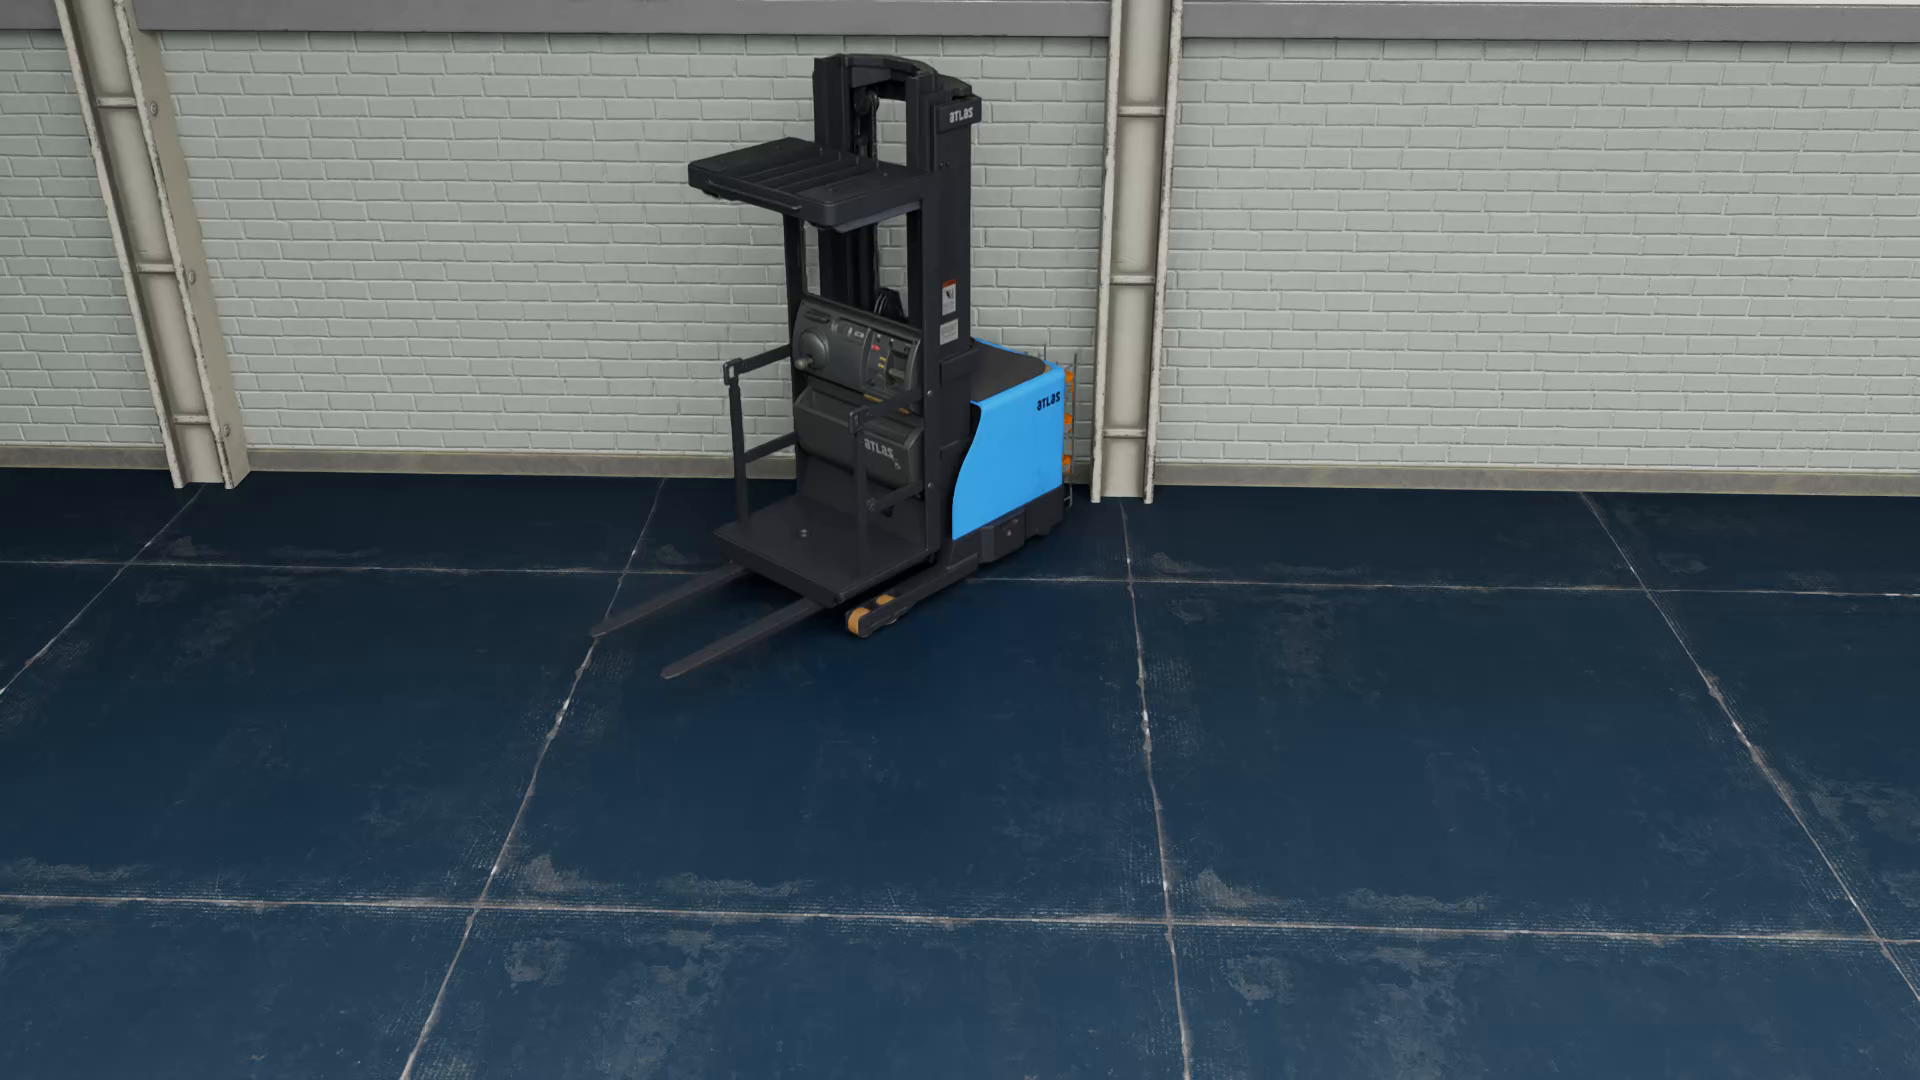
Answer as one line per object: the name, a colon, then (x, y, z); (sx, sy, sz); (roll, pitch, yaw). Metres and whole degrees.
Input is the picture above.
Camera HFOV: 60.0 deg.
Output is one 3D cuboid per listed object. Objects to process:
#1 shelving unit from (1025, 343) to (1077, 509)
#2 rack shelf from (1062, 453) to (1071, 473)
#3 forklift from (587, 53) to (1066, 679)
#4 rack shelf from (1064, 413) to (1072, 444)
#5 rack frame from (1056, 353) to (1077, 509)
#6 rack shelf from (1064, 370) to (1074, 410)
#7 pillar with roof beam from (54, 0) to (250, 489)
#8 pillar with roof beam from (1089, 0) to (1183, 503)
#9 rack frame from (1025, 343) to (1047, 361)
shelving unit: (0.557, -0.685, 10.421); (0.252, 1.050, 0.215); (23, 36, 36)
rack shelf: (0.557, -0.430, 10.556); (0.240, 0.259, 0.215); (23, 36, 36)
forklift: (-0.718, -1.022, 9.049); (1.130, 2.935, 3.031); (23, 36, 36)
rack shelf: (0.557, -0.676, 10.426); (0.240, 0.259, 0.215); (23, 36, 36)
rack frame: (0.647, -0.646, 10.348); (0.008, 1.050, 0.200); (23, 36, 36)
rack shelf: (0.557, -0.926, 10.293); (0.240, 0.259, 0.215); (23, 36, 36)
pillar with roof beam: (-5.101, -2.372, 5.116); (0.400, 9.000, 9.100); (1, 28, 2)
pillar with roof beam: (0.895, -2.272, 4.929); (0.400, 9.000, 9.100); (1, 28, 2)
rack frame: (0.467, -0.723, 10.494); (0.008, 1.050, 0.200); (23, 36, 36)
